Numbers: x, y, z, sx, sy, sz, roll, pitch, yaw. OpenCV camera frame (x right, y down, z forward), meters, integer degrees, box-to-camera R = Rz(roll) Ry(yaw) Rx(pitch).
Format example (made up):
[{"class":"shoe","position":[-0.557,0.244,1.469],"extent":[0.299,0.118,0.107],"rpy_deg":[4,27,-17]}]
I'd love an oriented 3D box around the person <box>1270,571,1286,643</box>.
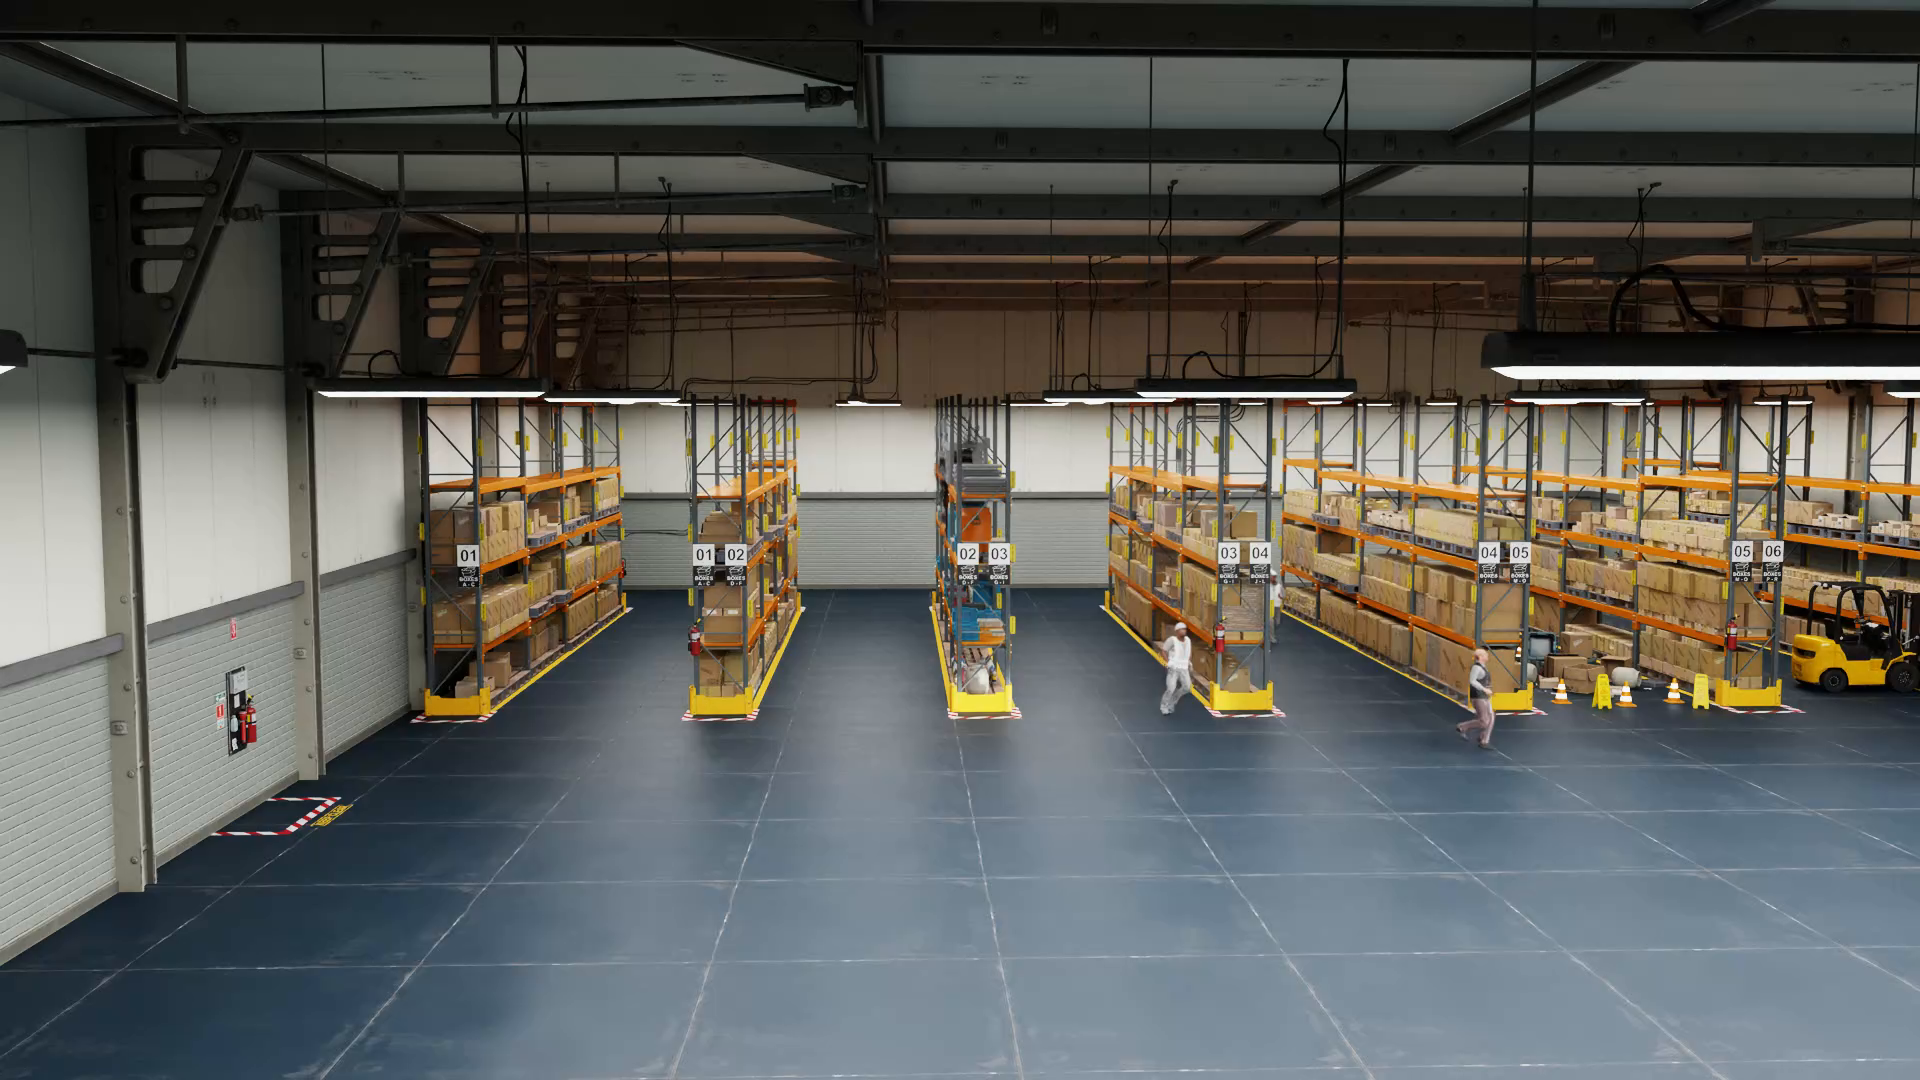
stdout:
[{"class":"person","position":[7.673,1.626,40.854],"extent":[0.667,1.750,0.915],"rpy_deg":[0,5,-6]}]

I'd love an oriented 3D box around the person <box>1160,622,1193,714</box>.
[{"class":"person","position":[4.118,2.405,31.148],"extent":[0.745,1.721,0.537],"rpy_deg":[-2,5,-25]}]

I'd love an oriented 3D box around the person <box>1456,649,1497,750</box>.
[{"class":"person","position":[8.726,2.681,28.056],"extent":[0.676,1.706,0.660],"rpy_deg":[2,5,28]}]
